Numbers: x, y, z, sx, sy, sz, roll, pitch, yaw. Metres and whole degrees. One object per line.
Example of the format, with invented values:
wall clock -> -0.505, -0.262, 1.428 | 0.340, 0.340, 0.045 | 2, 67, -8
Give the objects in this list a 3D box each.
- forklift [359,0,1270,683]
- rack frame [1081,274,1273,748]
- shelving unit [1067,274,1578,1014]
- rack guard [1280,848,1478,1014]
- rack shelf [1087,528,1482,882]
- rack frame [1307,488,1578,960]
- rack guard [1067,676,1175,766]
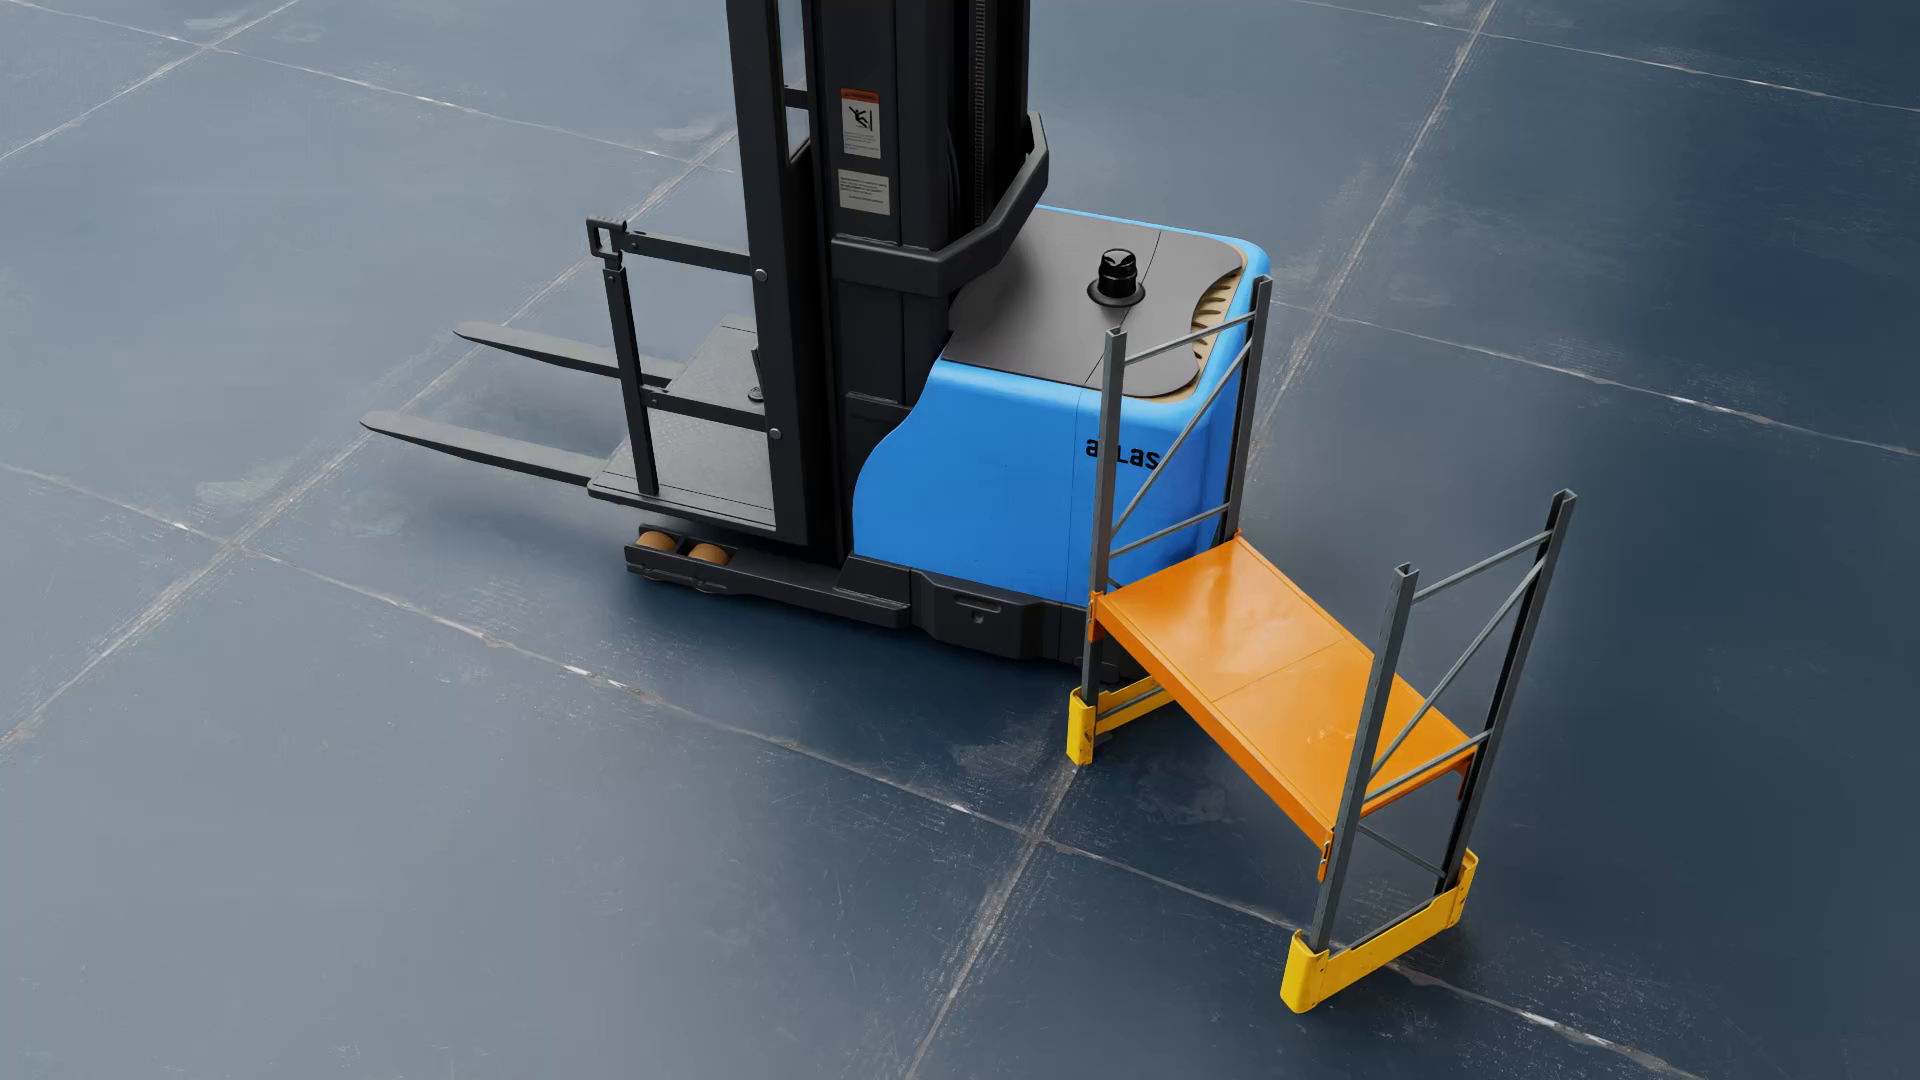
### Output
forklift -> -0.594, -1.242, 4.945 | 3.031, 2.935, 1.130 | 13, 43, 14
rack frame -> 0.575, -0.020, 4.627 | 0.500, 1.500, 0.032 | -22, 45, -23
shelving unit -> 0.845, 0.270, 4.294 | 0.587, 1.500, 1.083 | -22, 45, -23
rack guard -> 1.105, 1.020, 4.382 | 0.587, 0.250, 0.087 | -22, 45, -23
rack shelf -> 0.841, 0.400, 4.418 | 0.538, 0.185, 1.000 | -22, 45, -23
rack frame -> 1.106, 0.549, 3.972 | 0.500, 1.500, 0.032 | -22, 45, -23
rack guard -> 0.586, 0.464, 5.024 | 0.587, 0.250, 0.087 | -22, 45, -23
